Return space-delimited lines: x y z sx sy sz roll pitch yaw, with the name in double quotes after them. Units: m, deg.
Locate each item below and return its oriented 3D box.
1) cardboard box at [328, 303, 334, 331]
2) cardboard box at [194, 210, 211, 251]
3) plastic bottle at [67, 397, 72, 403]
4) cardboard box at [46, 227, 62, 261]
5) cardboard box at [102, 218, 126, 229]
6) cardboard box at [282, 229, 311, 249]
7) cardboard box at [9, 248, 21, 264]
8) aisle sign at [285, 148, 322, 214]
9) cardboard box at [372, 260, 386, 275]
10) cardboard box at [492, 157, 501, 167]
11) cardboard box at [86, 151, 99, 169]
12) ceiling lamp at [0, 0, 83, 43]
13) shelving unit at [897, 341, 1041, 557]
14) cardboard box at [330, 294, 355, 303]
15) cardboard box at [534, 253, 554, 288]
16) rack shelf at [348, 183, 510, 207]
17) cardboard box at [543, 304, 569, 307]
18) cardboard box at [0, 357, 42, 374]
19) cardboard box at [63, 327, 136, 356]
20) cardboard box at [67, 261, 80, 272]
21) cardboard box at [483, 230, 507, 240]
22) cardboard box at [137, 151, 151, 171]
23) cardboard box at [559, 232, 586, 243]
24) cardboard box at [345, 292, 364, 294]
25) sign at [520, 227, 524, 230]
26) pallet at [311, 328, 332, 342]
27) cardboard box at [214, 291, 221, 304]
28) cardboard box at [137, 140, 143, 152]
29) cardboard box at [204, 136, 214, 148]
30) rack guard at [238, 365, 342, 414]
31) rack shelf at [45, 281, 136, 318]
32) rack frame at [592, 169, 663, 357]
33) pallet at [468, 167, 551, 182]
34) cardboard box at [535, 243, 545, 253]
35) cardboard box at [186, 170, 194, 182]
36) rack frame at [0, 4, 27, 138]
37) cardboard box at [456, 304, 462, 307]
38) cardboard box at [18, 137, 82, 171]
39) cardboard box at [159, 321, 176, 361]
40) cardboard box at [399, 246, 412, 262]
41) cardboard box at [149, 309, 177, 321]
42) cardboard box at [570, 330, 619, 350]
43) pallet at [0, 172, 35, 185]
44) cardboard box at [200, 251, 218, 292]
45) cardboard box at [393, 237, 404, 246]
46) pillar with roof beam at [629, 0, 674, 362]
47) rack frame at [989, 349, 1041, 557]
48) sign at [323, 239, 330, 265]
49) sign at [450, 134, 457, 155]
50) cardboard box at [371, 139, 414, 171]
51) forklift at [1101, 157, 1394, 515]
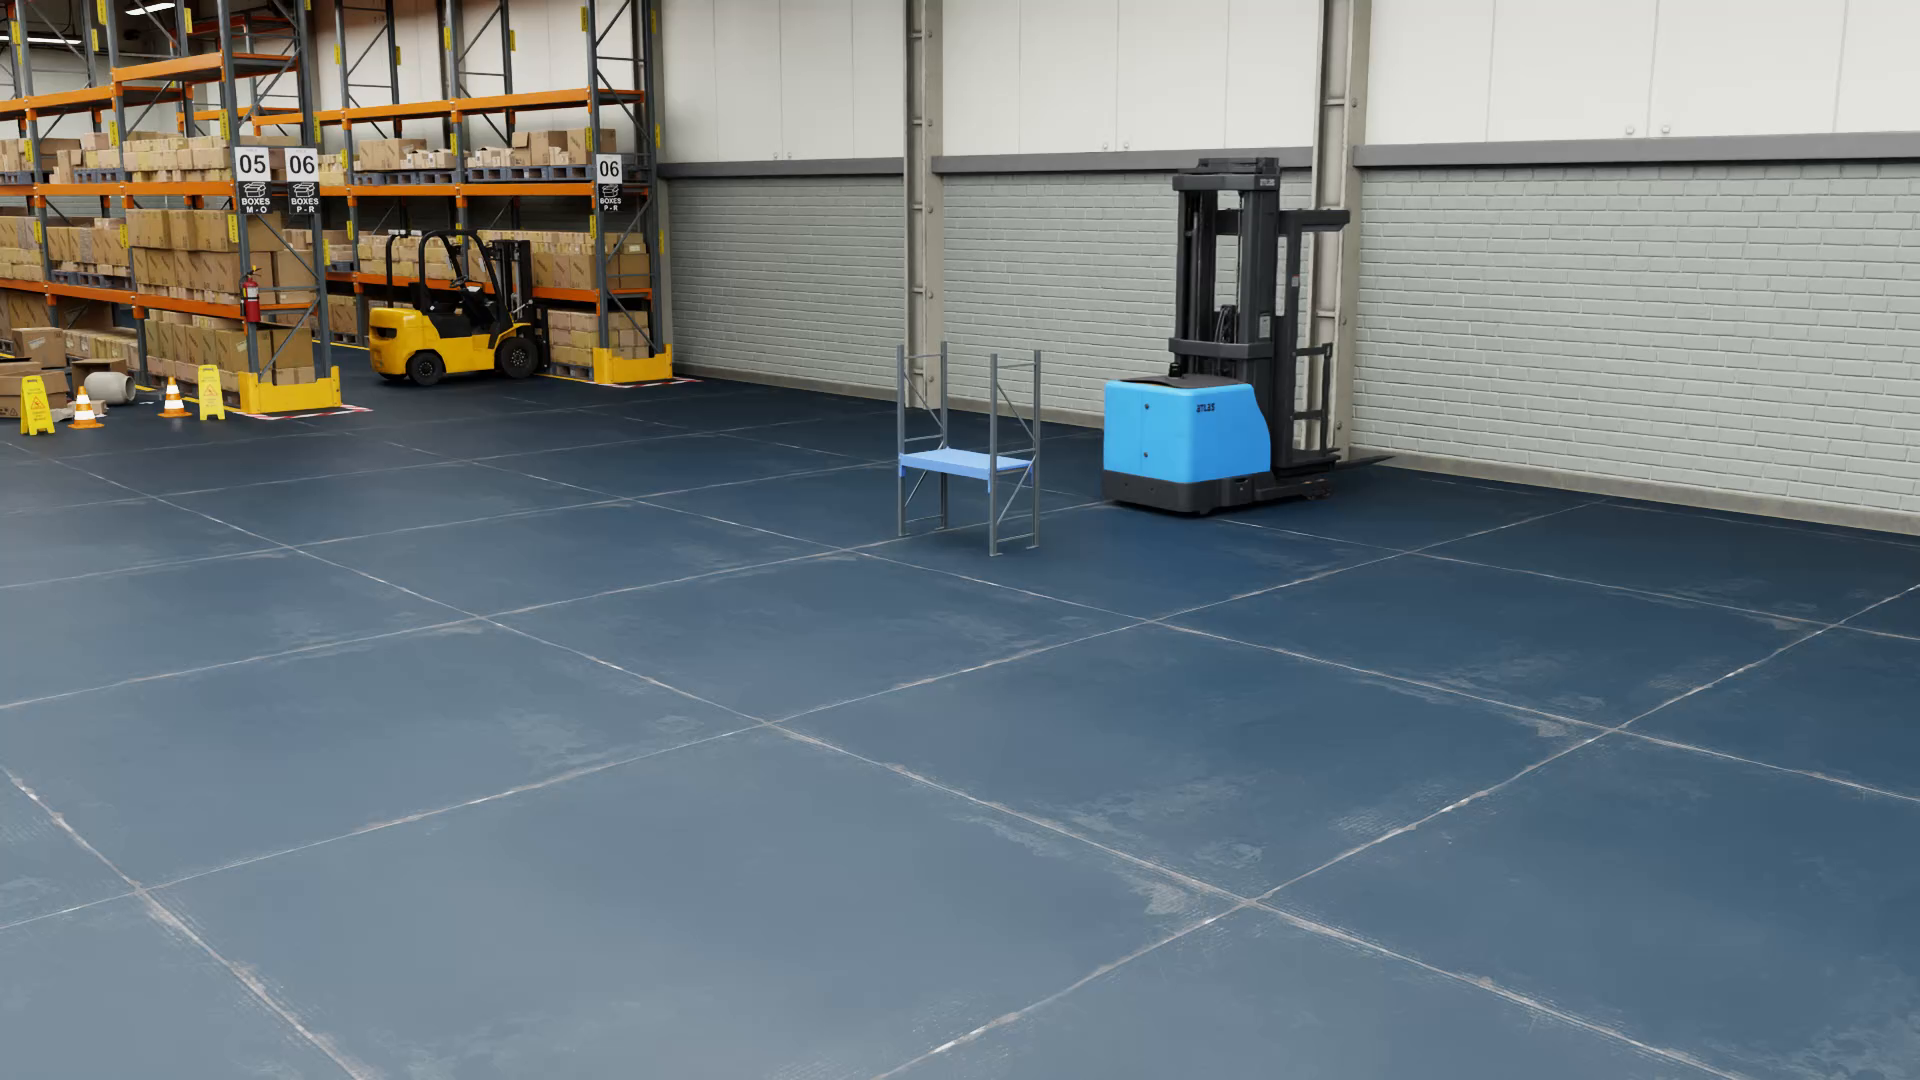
-11.438 -4.133 30.691 0.500 0.500 0.500 -10 15 -40 "cardboard box"
-9.207 -3.913 21.006 0.700 0.500 0.500 -11 16 -42 "cardboard box"
-11.580 -1.804 21.517 0.133 0.061 0.283 -8 14 -33 "plastic bottle"
-13.734 -4.579 25.679 0.500 0.500 0.500 11 16 44 "cardboard box"
-12.082 -4.546 23.909 0.250 0.149 0.380 11 16 43 "cardboard box"
-12.522 -5.630 31.517 0.700 0.500 0.500 -11 16 -42 "cardboard box"
-15.120 -4.630 27.082 0.500 0.250 0.500 11 16 44 "cardboard box"
-8.085 -4.417 20.473 0.394 0.787 0.004 -11 16 -43 "aisle sign"
-9.816 -4.723 28.772 0.500 0.250 0.500 -11 16 -44 "cardboard box"
-6.906 -5.766 25.366 0.380 0.149 0.250 -10 15 -41 "cardboard box"
-12.320 -5.509 24.113 0.500 0.250 0.500 -11 16 -42 "cardboard box"
-19.349 -12.001 34.393 2.000 3.185 0.800 -11 16 -43 "ceiling lamp"
0.059 -0.722 12.700 0.538 1.500 1.048 -11 16 -43 "shelving unit"
-11.324 -4.430 30.526 0.380 0.149 0.250 -10 15 -41 "cardboard box"
-6.000 -4.037 24.827 0.500 0.500 0.500 -11 16 -44 "cardboard box"
-8.908 -5.794 27.950 1.077 0.370 4.000 -11 16 -43 "rack shelf"
-6.347 -3.542 25.963 0.500 0.250 0.500 -11 16 -42 "cardboard box"
-12.048 -1.992 20.996 0.797 0.637 0.503 -11 16 -43 "cardboard box"
-13.494 -3.112 26.052 0.625 0.372 0.950 10 16 41 "cardboard box"
-13.285 -4.151 25.207 0.380 0.149 0.250 -11 16 -42 "cardboard box"
-7.263 -4.787 26.119 0.380 0.149 0.250 -11 16 -42 "cardboard box"
-10.646 -5.058 22.230 0.500 0.250 0.500 -11 16 -43 "cardboard box"
-5.676 -4.450 24.483 0.380 0.149 0.250 -11 16 -42 "cardboard box"
-11.356 -4.569 31.201 0.380 0.149 0.250 -11 16 -42 "cardboard box"
-7.127 -4.926 27.044 0.100 0.325 0.005 -11 16 -43 "sign"
-11.616 -3.895 31.296 1.003 0.211 1.213 -11 16 -43 "pallet"
-9.182 -3.073 21.016 0.380 0.149 0.250 -11 16 -44 "cardboard box"
-10.757 -5.265 22.244 0.250 0.149 0.380 11 16 43 "cardboard box"
-9.139 -4.932 20.629 0.380 0.149 0.250 -11 16 -43 "cardboard box"
-8.405 -1.896 20.876 1.175 0.500 0.348 -11 16 -43 "rack guard"
-12.496 -3.633 24.892 1.077 0.370 4.000 -11 16 -43 "rack shelf"
-4.765 -3.802 23.930 1.000 3.000 0.127 -11 16 -43 "rack frame"
-6.919 -5.690 25.883 1.003 0.211 1.213 -11 16 -43 "pallet"
-6.110 -4.364 24.802 0.380 0.149 0.250 -11 16 -42 "cardboard box"
-9.665 -4.659 21.282 0.250 0.149 0.380 11 16 44 "cardboard box"
-16.639 -7.799 28.465 1.000 3.000 0.127 -11 16 -43 "rack frame"
-8.426 -3.617 27.877 0.875 0.625 0.625 -11 16 -43 "cardboard box"
-14.246 -6.036 26.046 0.637 0.503 0.797 11 16 42 "cardboard box"
-10.524 -2.719 22.591 0.500 0.500 0.500 -10 15 -40 "cardboard box"
-9.095 -4.818 27.998 0.500 0.250 0.500 -11 16 -42 "cardboard box"
-10.859 -3.087 22.767 0.380 0.149 0.250 -11 16 -42 "cardboard box"
-5.327 -2.933 24.247 0.500 0.250 0.500 -11 16 -43 "cardboard box"
-15.134 -5.903 27.163 1.003 0.211 1.213 -10 15 -40 "pallet"
-9.269 -3.418 21.085 0.500 0.500 0.500 -11 16 -42 "cardboard box"
-9.383 -5.061 28.189 0.380 0.149 0.250 -10 16 -41 "cardboard box"
-7.707 -6.367 21.515 9.100 9.000 0.400 -11 16 -43 "pillar with roof beam"
0.410 -0.648 12.340 0.500 1.500 0.032 -11 16 -43 "rack frame"
-7.960 -3.609 20.849 0.100 0.325 0.005 -11 16 -43 "sign"
-7.913 -6.185 26.002 0.100 0.325 0.005 -11 16 -43 "sign"
-9.545 -6.542 28.264 0.700 0.500 0.500 -11 16 -44 "cardboard box"
2.687 -1.860 14.678 3.031 2.935 1.130 -9 15 -38 "forklift"
